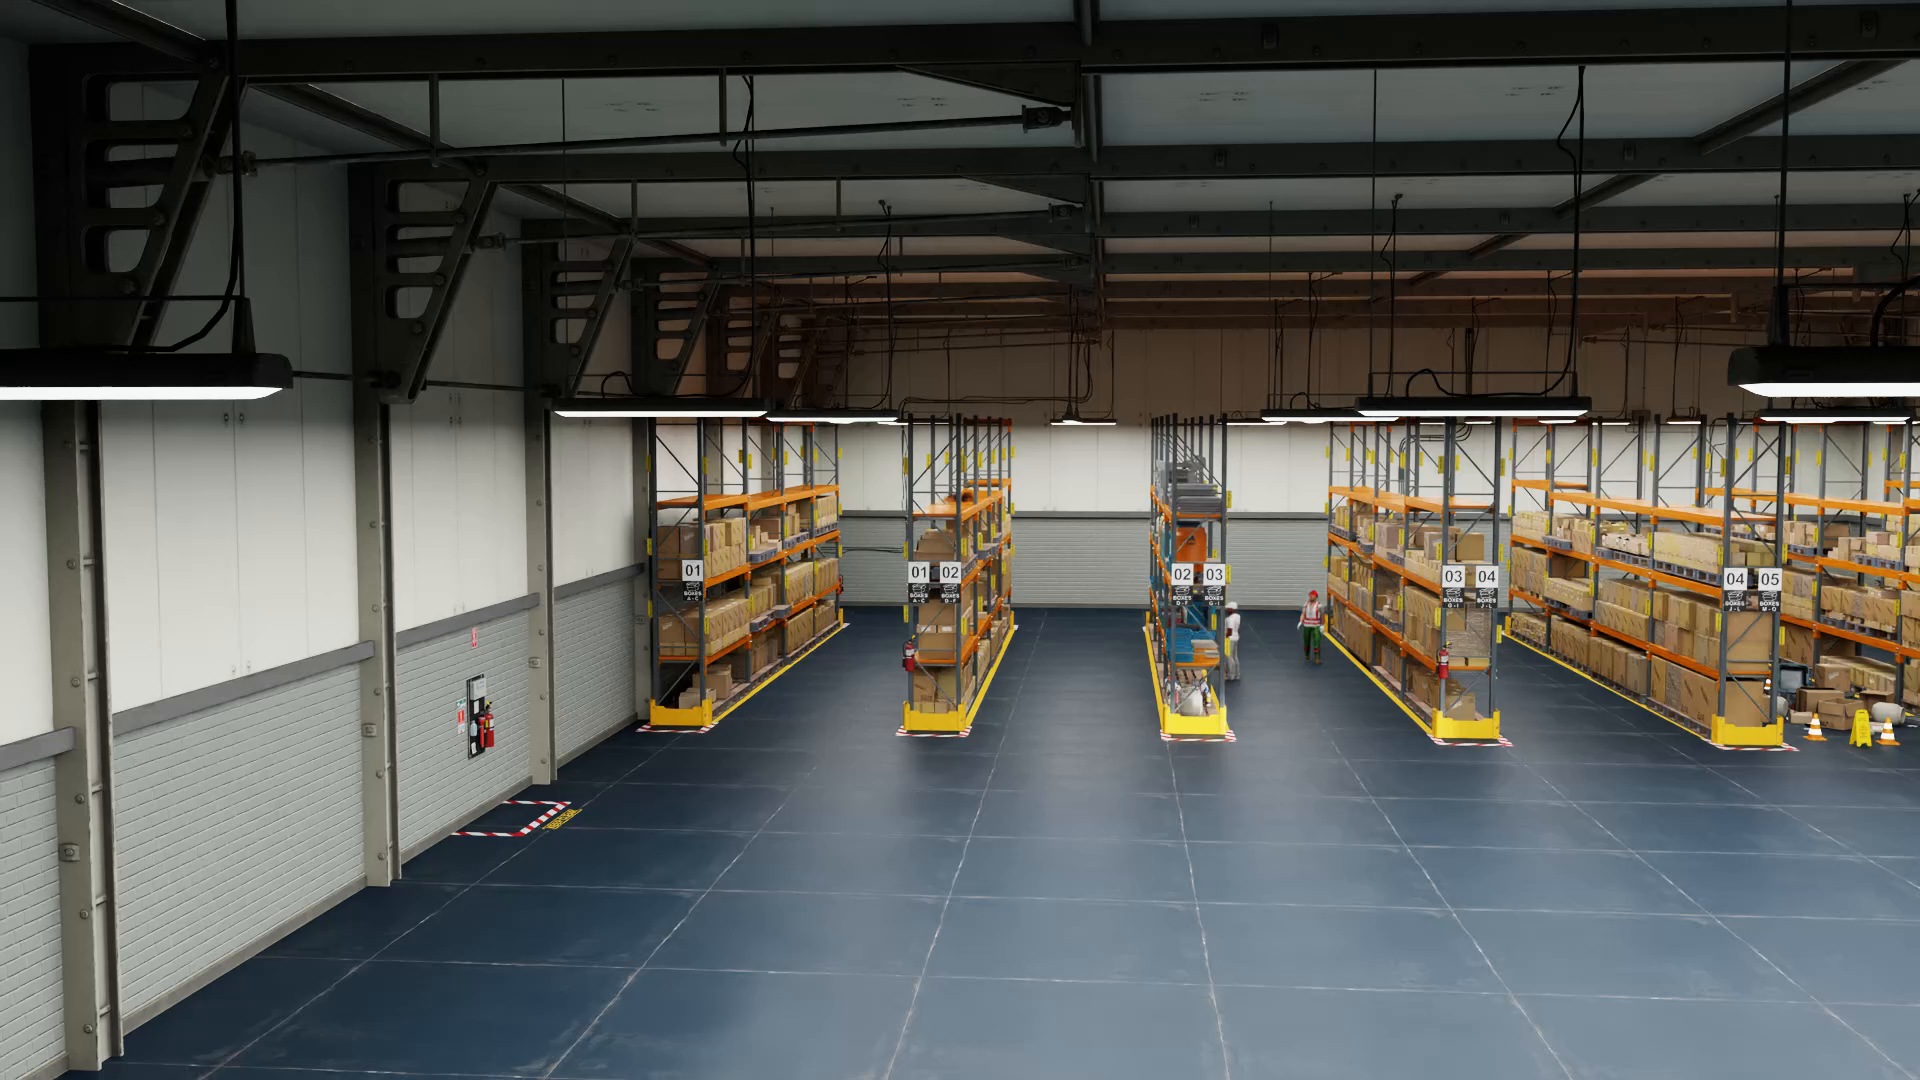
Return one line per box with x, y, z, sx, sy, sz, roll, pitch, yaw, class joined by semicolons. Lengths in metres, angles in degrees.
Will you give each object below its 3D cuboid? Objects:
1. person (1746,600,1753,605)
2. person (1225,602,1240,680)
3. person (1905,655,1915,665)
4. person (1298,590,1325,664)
18.624;2.236;39.469;0.344;1.697;0.531;2;4;31;person
6.166;2.290;37.848;0.396;1.769;0.588;2;4;25;person
21.509;2.315;37.618;0.431;1.771;0.604;2;5;33;person
8.569;2.104;40.554;0.672;1.742;0.975;0;4;4;person
